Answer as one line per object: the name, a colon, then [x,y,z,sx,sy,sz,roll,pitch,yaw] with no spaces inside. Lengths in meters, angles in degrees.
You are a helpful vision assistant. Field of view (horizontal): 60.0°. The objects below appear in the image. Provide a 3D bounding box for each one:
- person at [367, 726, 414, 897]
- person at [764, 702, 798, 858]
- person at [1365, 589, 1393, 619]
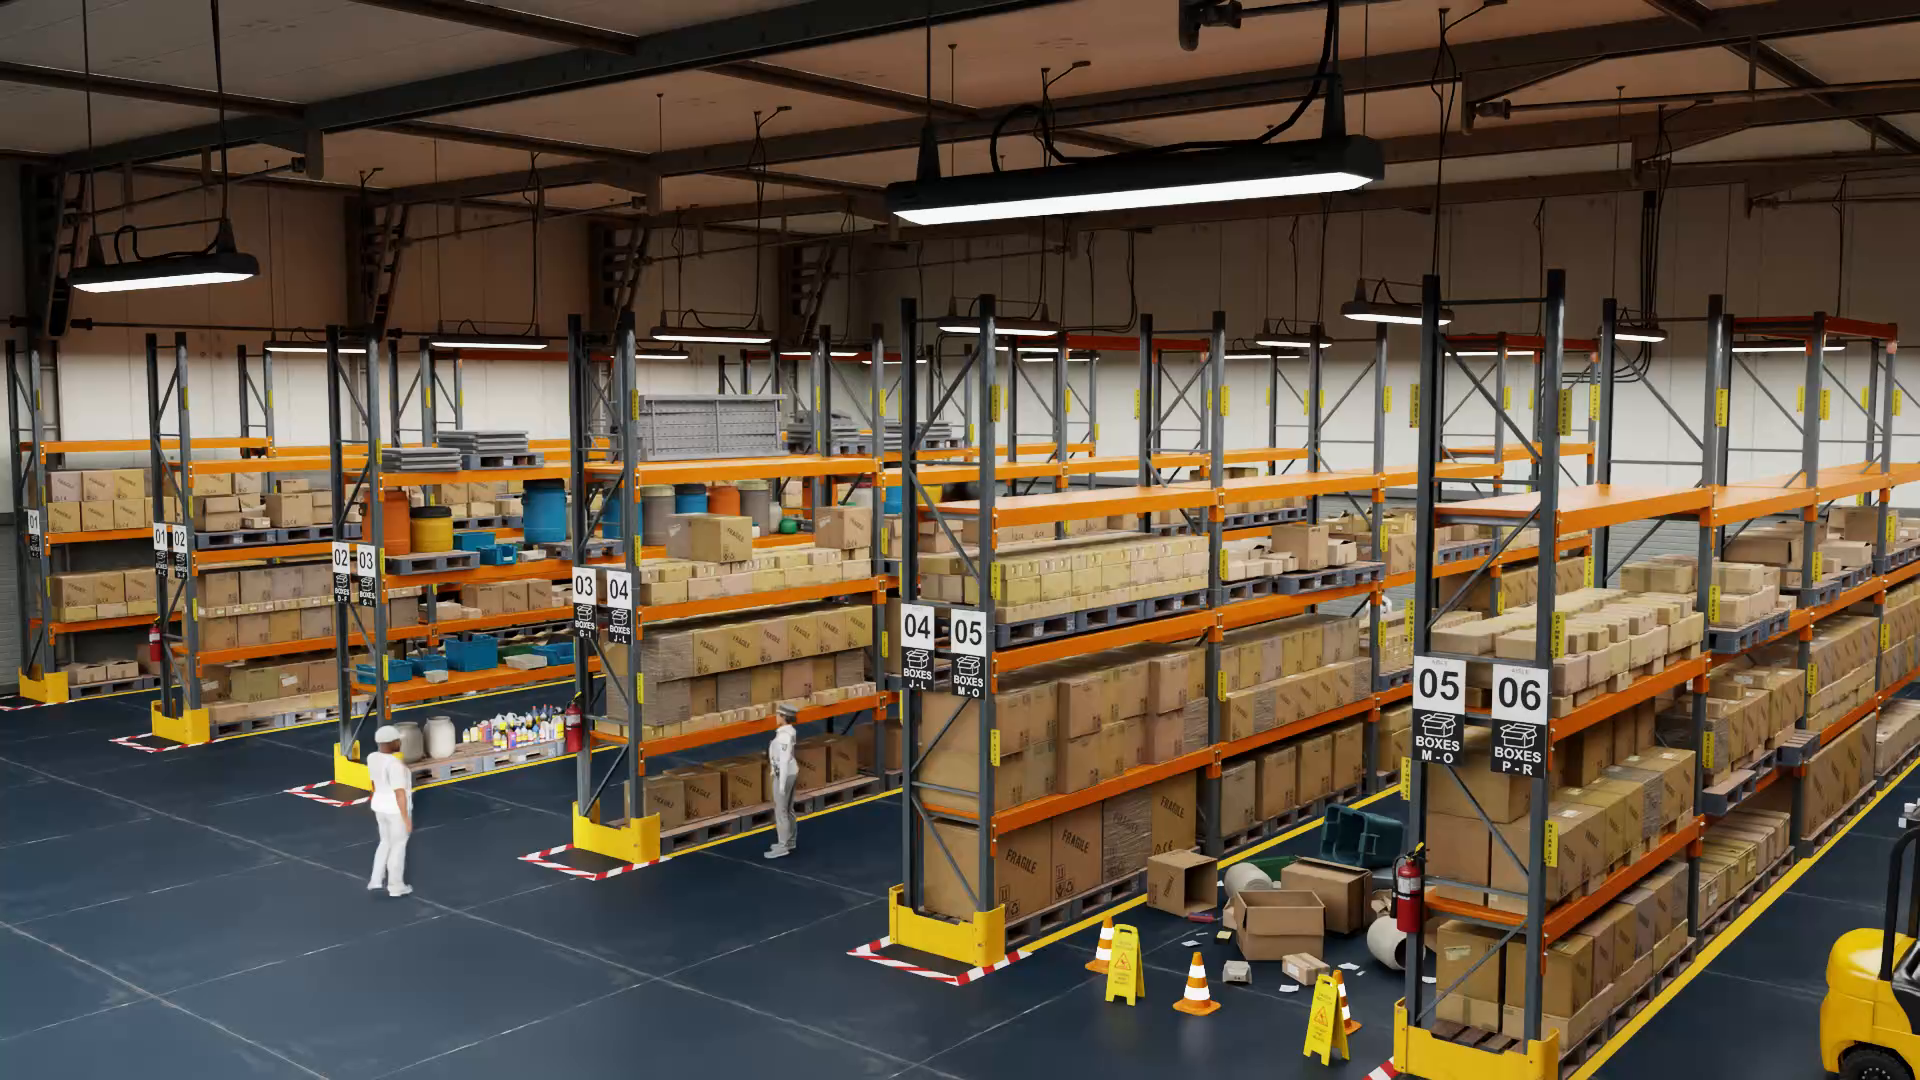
person: [-5.778,2.757,16.935,0.628,1.772,0.477,3,6,27]
person: [-1.984,2.658,18.564,0.368,1.703,0.498,0,5,5]
person: [7.611,1.607,30.290,0.505,1.640,0.515,1,5,6]
